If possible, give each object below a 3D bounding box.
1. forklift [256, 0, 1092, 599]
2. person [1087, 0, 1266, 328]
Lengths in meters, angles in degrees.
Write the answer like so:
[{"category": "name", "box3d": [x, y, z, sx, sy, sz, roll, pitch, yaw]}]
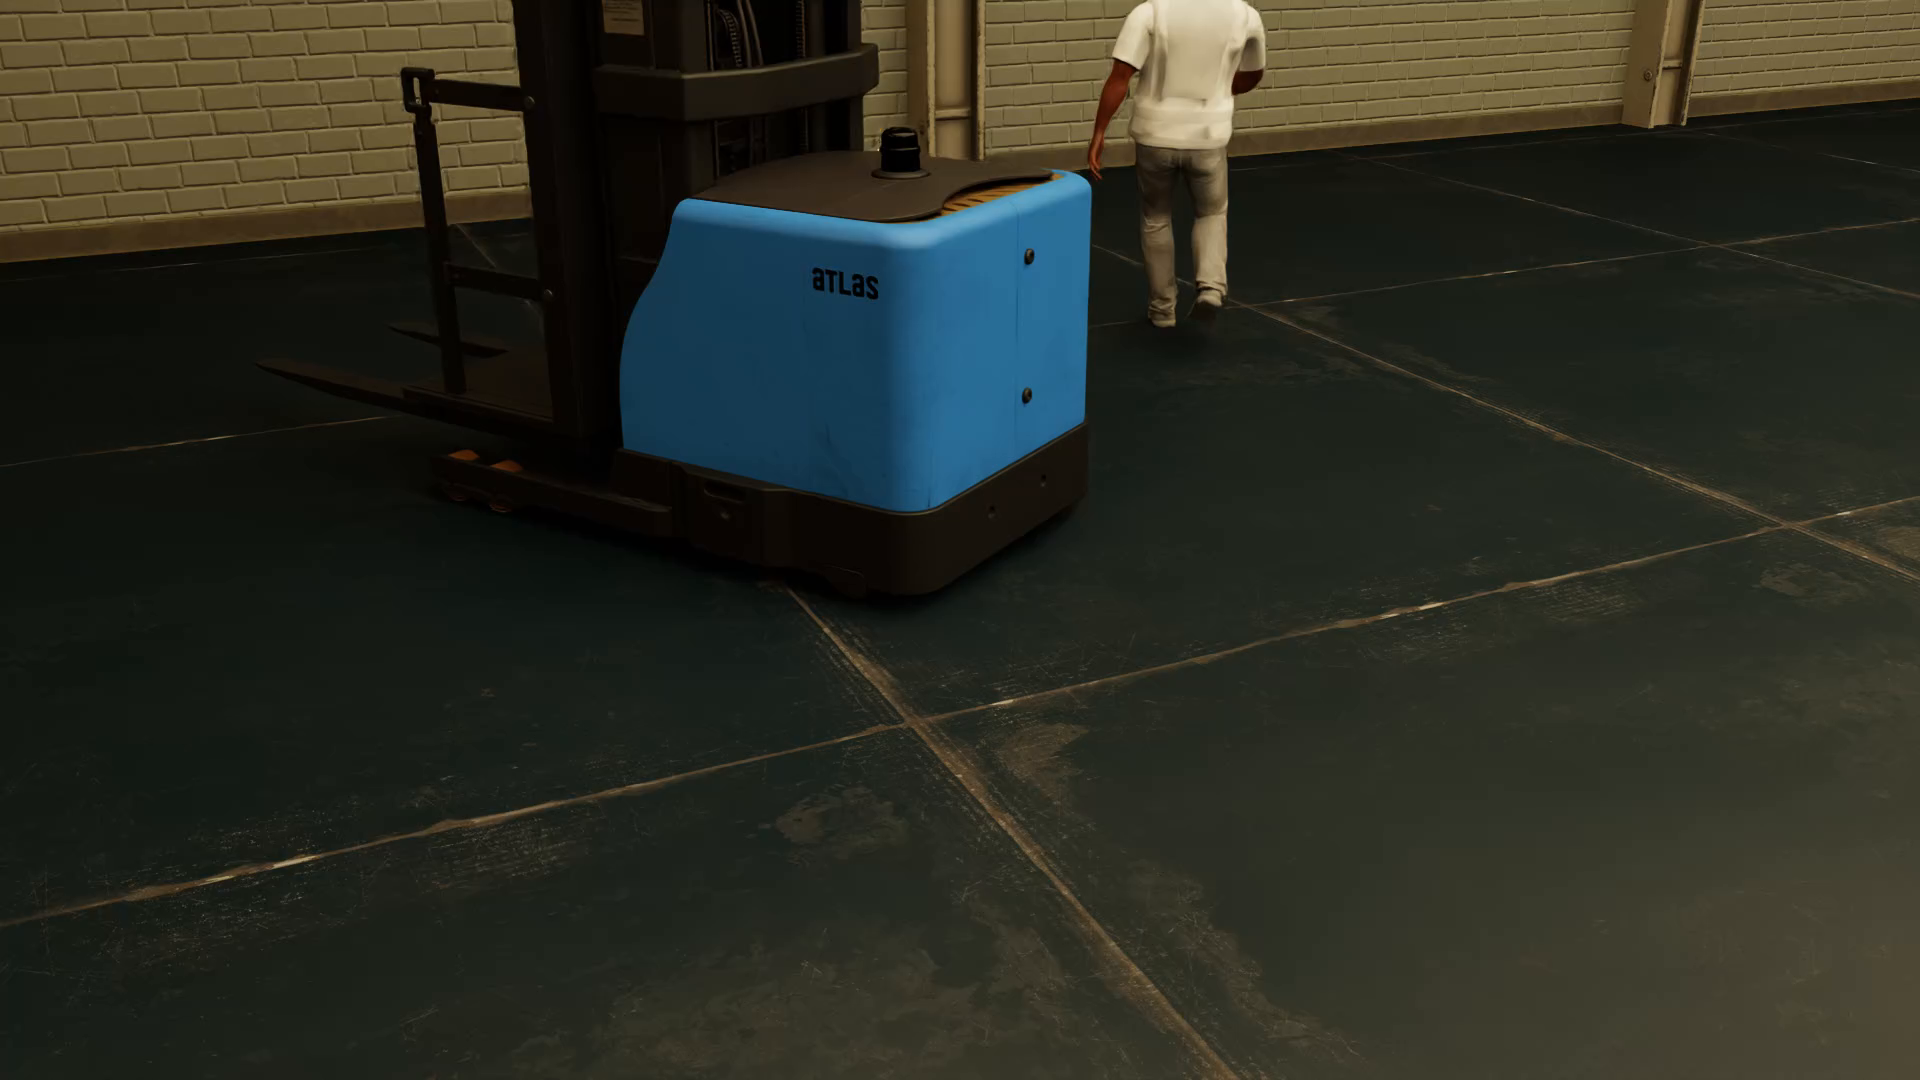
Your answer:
[{"category": "forklift", "box3d": [-1.117, -1.596, 5.129, 3.031, 2.935, 1.130, 13, 26, 29]}, {"category": "person", "box3d": [0.922, -1.722, 7.034, 0.700, 1.709, 0.626, 2, 23, 4]}]
